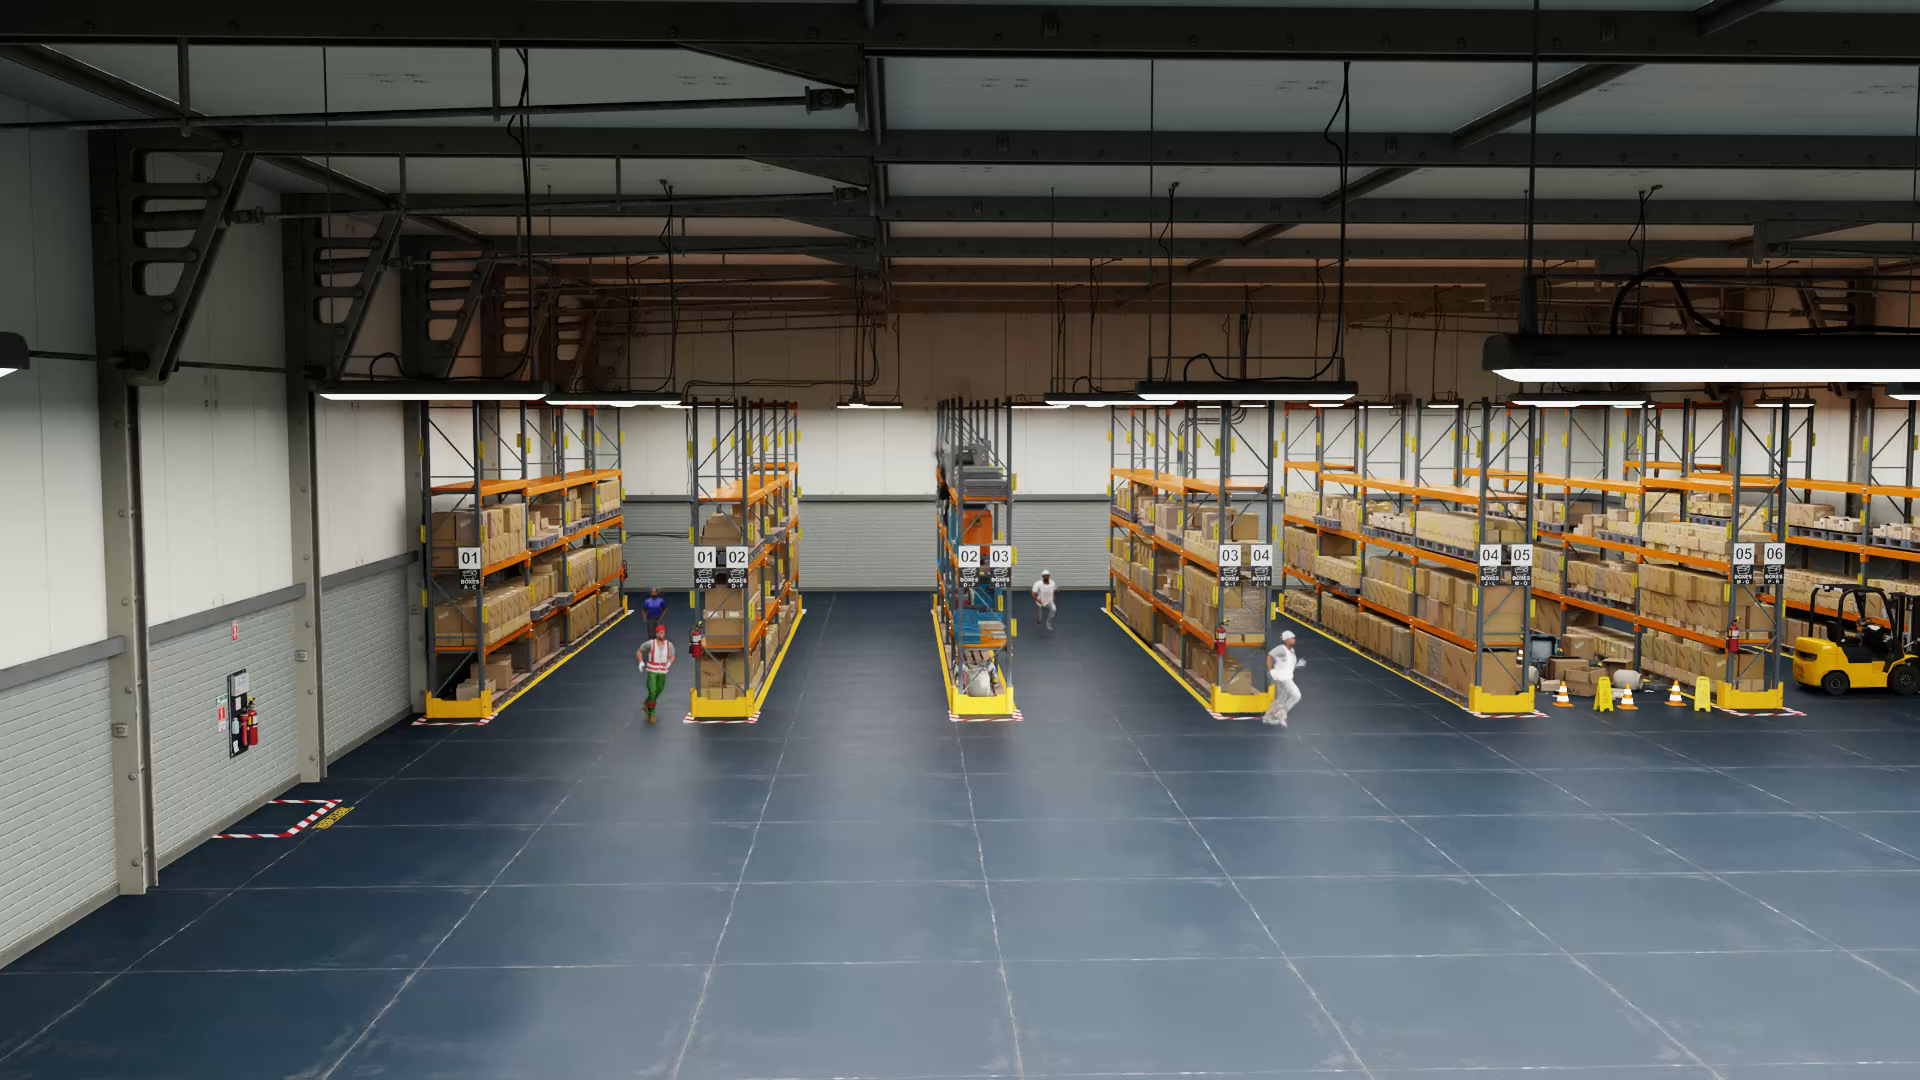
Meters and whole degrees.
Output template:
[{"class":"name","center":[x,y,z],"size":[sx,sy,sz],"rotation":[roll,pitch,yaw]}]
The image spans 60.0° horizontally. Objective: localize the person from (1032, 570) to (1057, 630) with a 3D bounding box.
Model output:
[{"class":"person","center":[2.135,1.525,41.990],"size":[0.677,1.538,1.051],"rotation":[-1,4,-8]}]

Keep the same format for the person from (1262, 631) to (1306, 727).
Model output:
[{"class":"person","center":[5.865,2.514,30.082],"size":[0.766,1.744,0.662],"rotation":[2,5,25]}]

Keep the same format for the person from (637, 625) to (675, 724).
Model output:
[{"class":"person","center":[-5.631,2.469,30.907],"size":[0.707,1.776,0.855],"rotation":[-2,5,-28]}]

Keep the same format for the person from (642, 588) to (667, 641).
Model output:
[{"class":"person","center":[-7.154,1.921,38.994],"size":[0.582,1.618,0.578],"rotation":[-1,4,-10]}]
